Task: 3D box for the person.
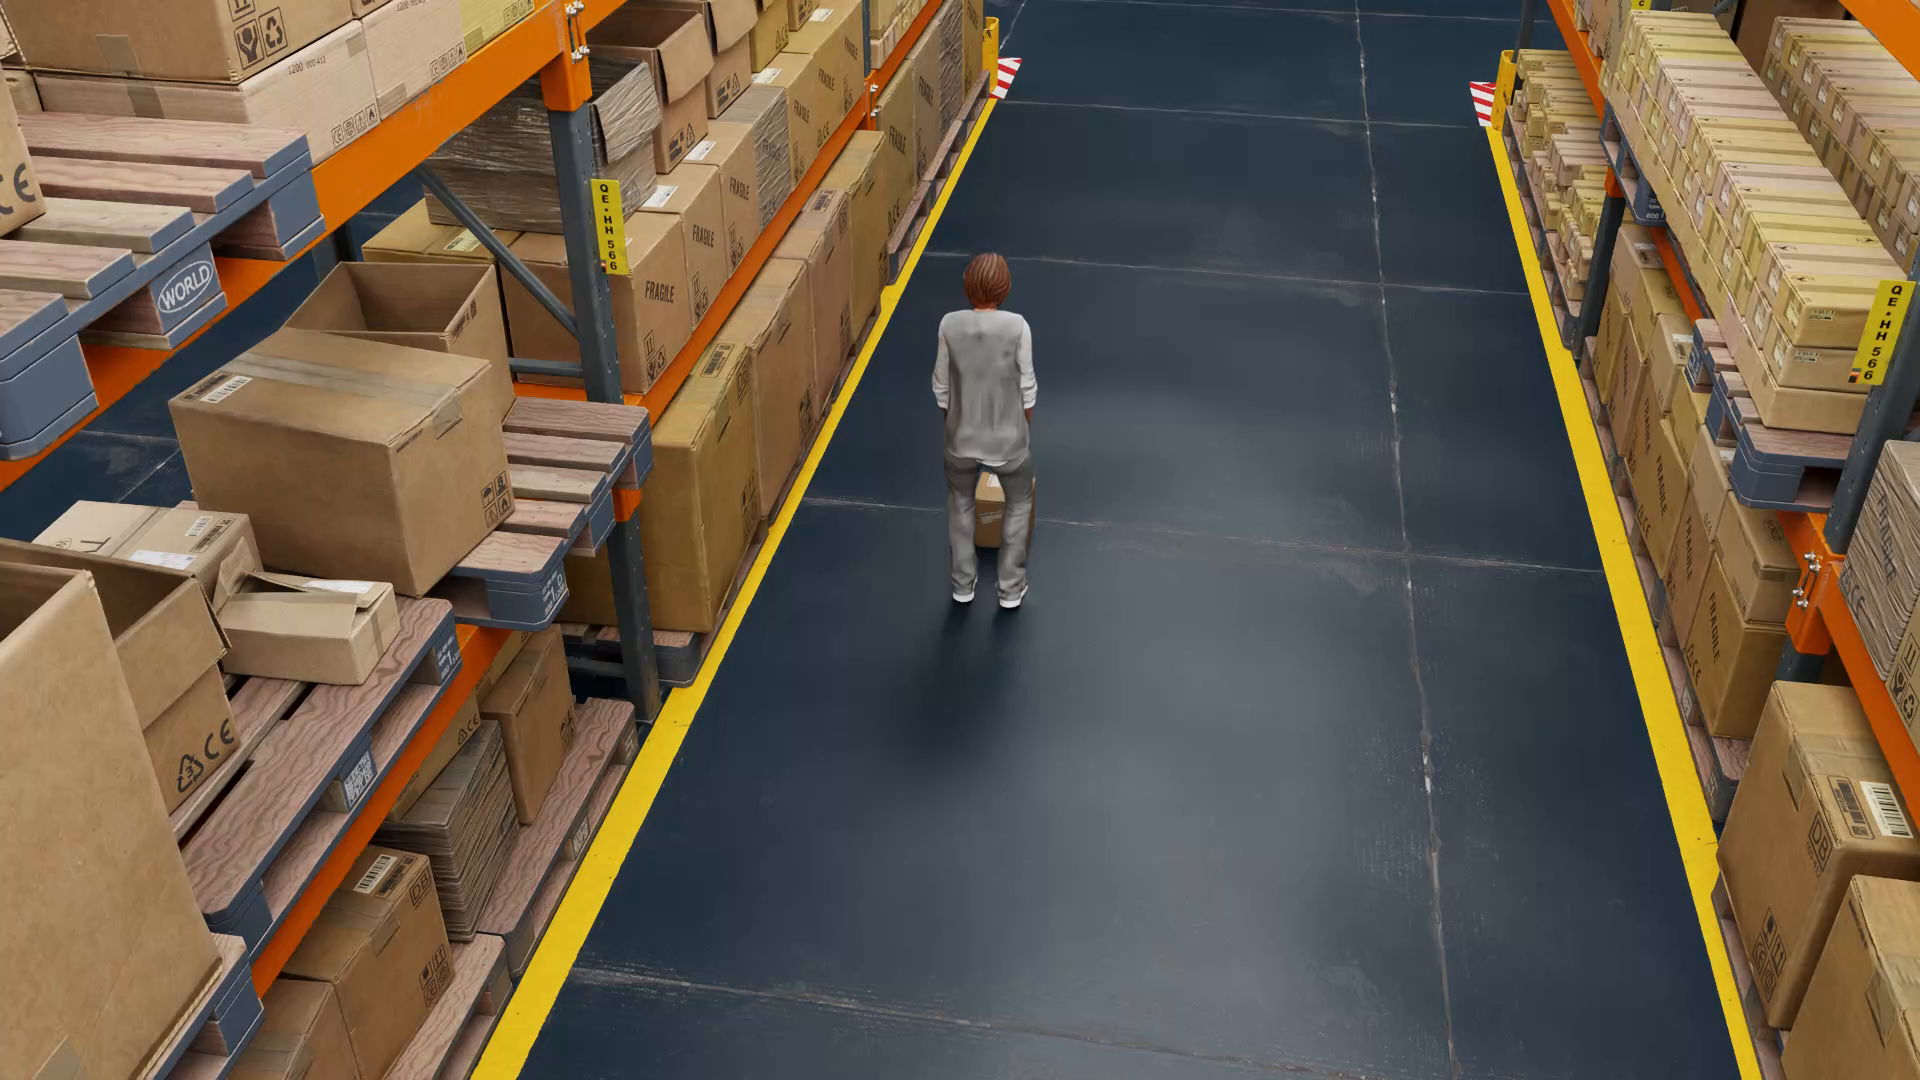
[{"bbox_3d":[0.094,-0.415,6.869,0.433,1.523,0.417,6,33,9],"label":"person"}]
